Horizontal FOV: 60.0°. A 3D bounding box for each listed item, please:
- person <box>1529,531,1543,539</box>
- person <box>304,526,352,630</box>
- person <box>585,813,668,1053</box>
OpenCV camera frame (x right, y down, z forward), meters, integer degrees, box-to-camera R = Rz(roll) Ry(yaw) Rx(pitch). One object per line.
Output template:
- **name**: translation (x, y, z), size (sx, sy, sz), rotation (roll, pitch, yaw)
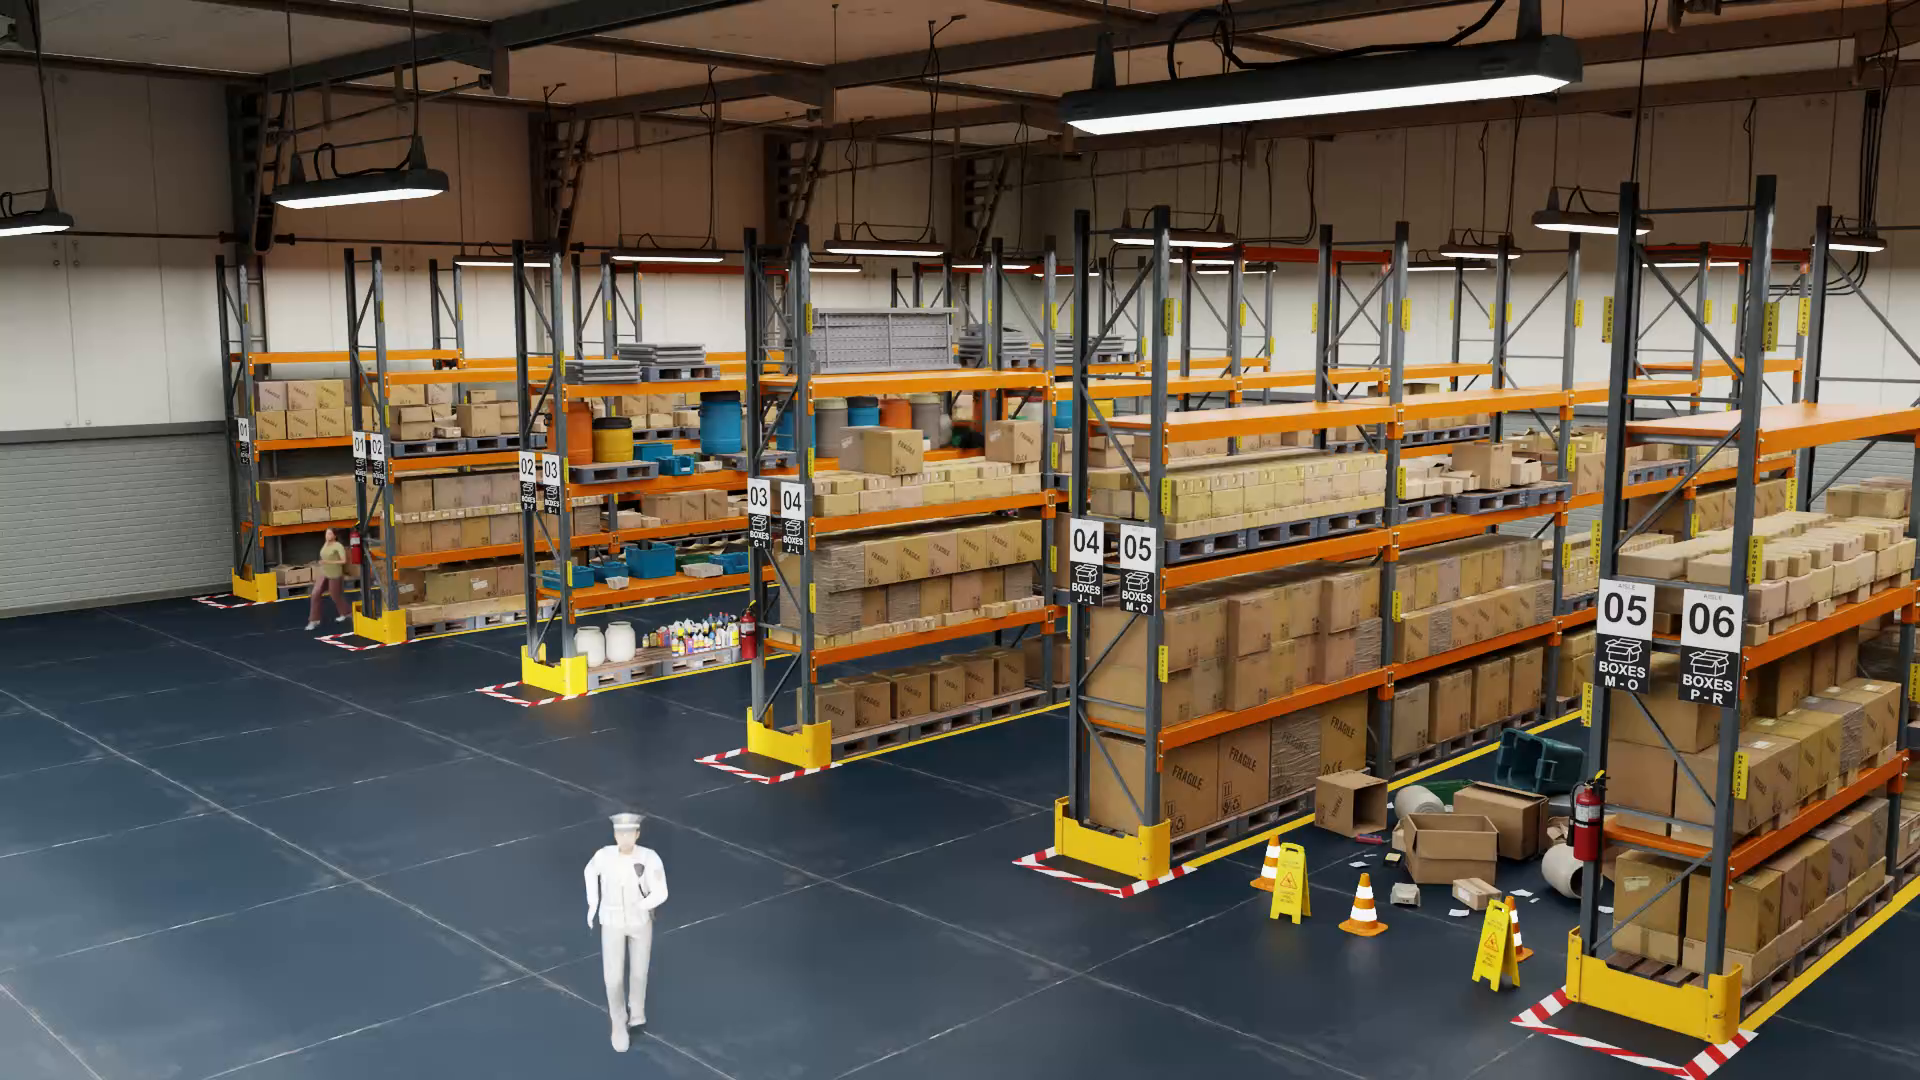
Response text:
- **person**: translation (8.648, 0.762, 24.974), size (0.849, 1.804, 0.685), rotation (-8, 11, -43)
- **person**: translation (-10.027, 0.595, 26.668), size (0.631, 1.693, 0.836), rotation (4, 9, 25)
- **person**: translation (-2.322, 2.708, 11.595), size (0.575, 1.714, 0.783), rotation (-1, 8, -10)
